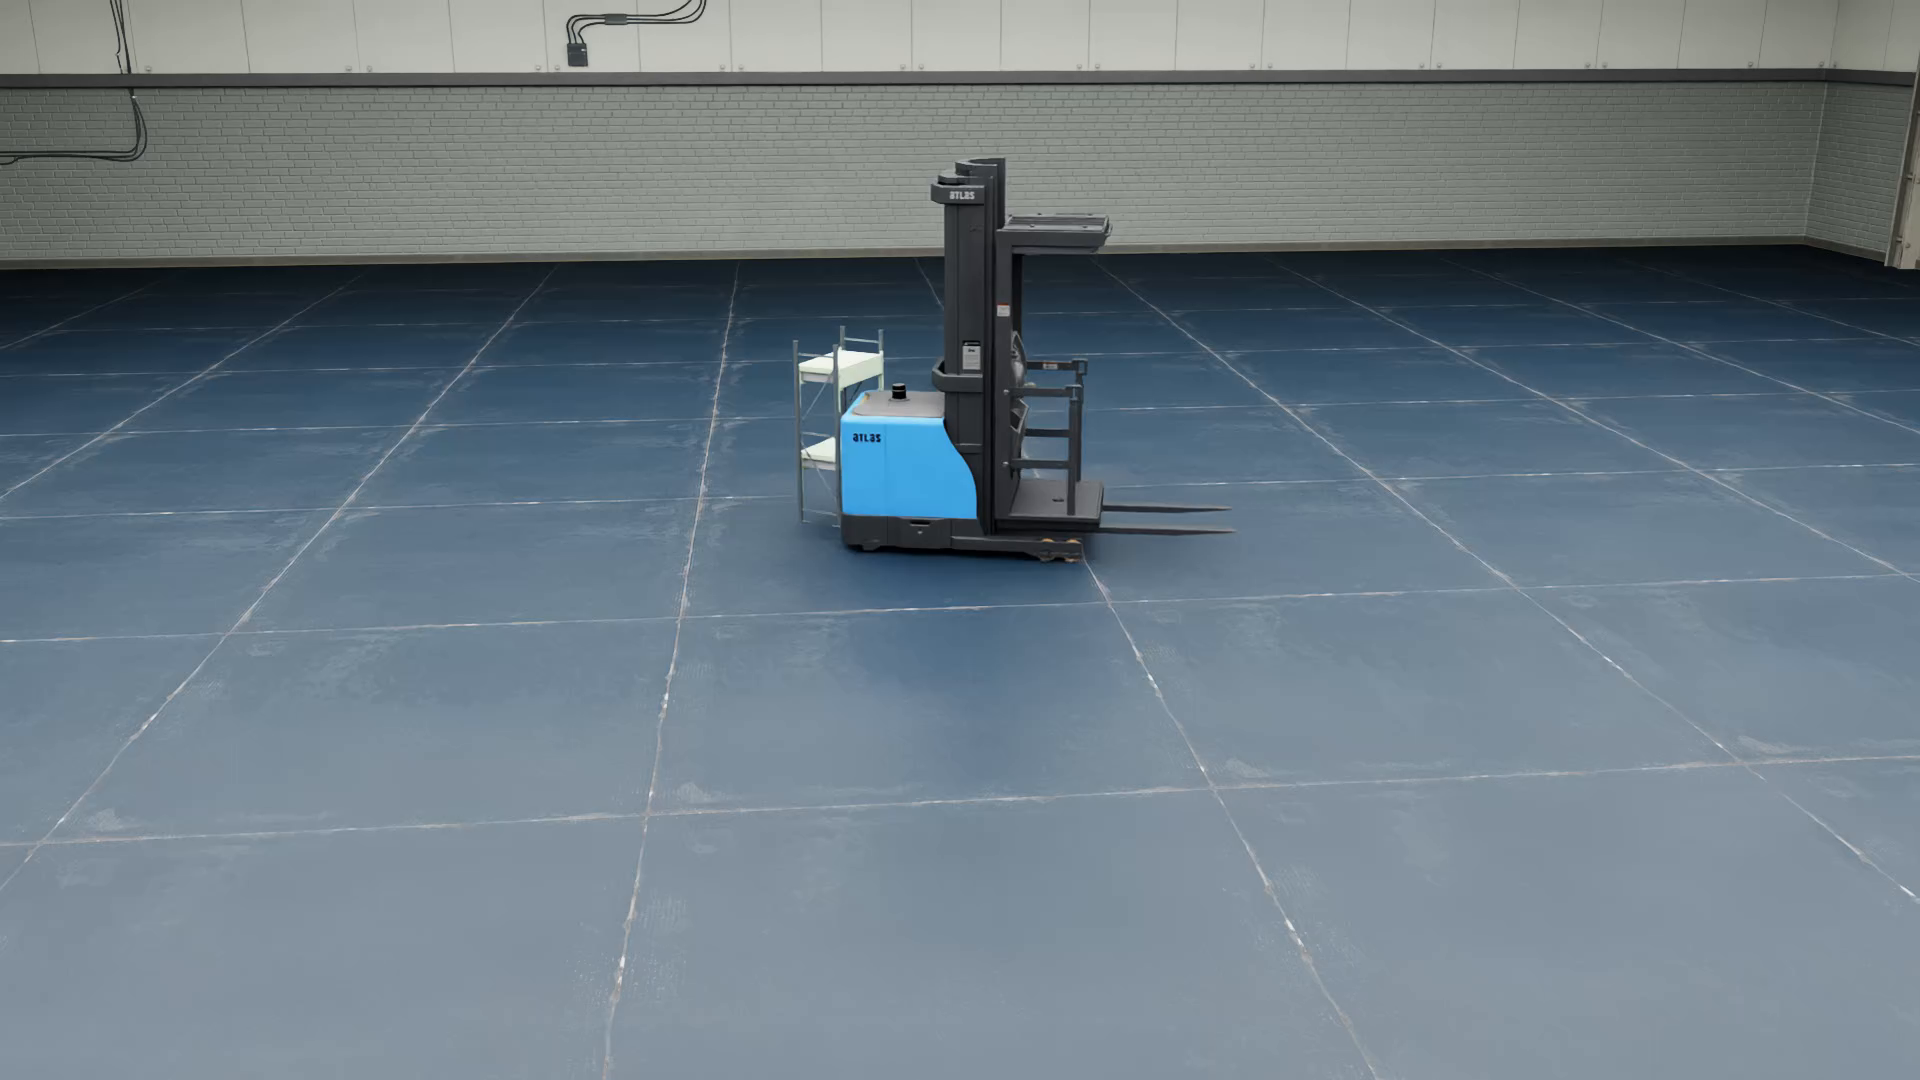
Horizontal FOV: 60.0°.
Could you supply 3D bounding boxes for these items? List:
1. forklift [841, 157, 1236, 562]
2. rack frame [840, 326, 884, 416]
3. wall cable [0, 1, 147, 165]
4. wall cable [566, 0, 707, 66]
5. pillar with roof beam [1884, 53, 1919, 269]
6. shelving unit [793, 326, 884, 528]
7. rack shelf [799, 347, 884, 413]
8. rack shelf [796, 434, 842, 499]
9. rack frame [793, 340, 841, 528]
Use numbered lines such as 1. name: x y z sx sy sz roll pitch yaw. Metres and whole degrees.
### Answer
1. forklift: 0.633 -1.401 12.746 3.031 2.935 1.130 2 18 6
2. rack frame: -0.816 -1.039 13.982 0.400 1.500 0.023 9 19 25
3. wall cable: -14.717 -7.285 26.541 3.097 2.526 0.112 -2 18 -6
4. wall cable: -5.273 -10.677 26.485 2.305 6.003 0.169 -2 18 -6
5. pillar with roof beam: 11.322 -8.688 25.826 9.100 9.000 0.400 -2 18 -6
6. shelving unit: -0.980 -0.941 13.670 0.431 1.500 0.755 9 19 25
7. rack shelf: -0.980 -1.313 13.553 0.431 0.370 0.720 9 19 25
8. rack shelf: -0.980 -0.630 13.768 0.431 0.370 0.720 9 19 25
9. rack frame: -1.143 -0.843 13.358 0.400 1.500 0.023 9 19 25
